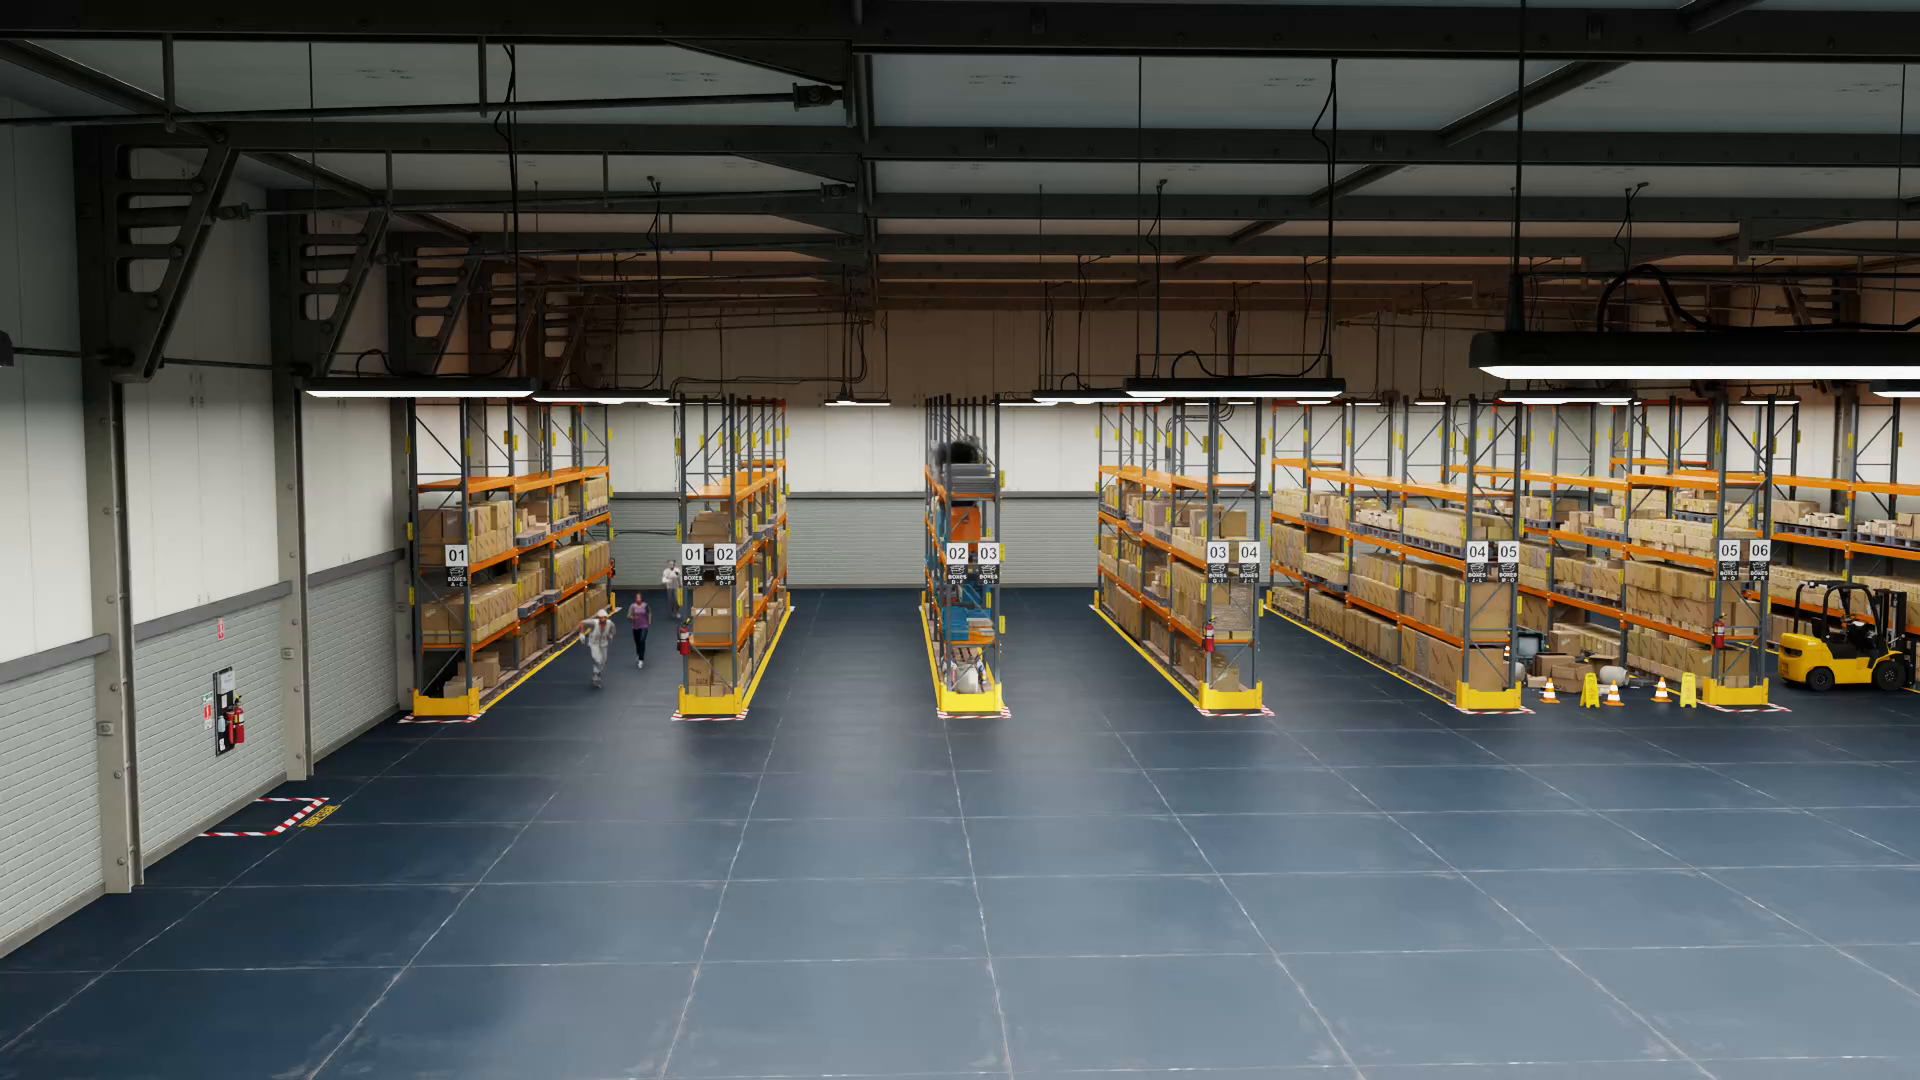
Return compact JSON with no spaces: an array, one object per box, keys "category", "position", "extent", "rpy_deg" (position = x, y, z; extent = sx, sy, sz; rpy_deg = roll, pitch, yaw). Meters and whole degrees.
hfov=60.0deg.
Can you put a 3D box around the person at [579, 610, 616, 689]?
[{"category":"person","position":[-7.422,2.223,34.028],"extent":[0.711,1.671,0.977],"rpy_deg":[-2,5,-27]}]

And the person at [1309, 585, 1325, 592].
[{"category":"person","position":[10.380,1.014,48.803],"extent":[0.691,1.731,0.691],"rpy_deg":[4,6,40]}]

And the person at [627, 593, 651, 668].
[{"category":"person","position":[-7.140,1.980,37.043],"extent":[0.501,1.626,0.824],"rpy_deg":[0,5,-4]}]

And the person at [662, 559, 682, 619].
[{"category":"person","position":[-7.818,1.322,45.322],"extent":[0.554,1.636,0.920],"rpy_deg":[-1,5,-7]}]

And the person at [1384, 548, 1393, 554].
[{"category":"person","position":[13.184,0.924,50.908],"extent":[0.621,1.569,0.543],"rpy_deg":[-1,5,-16]}]
